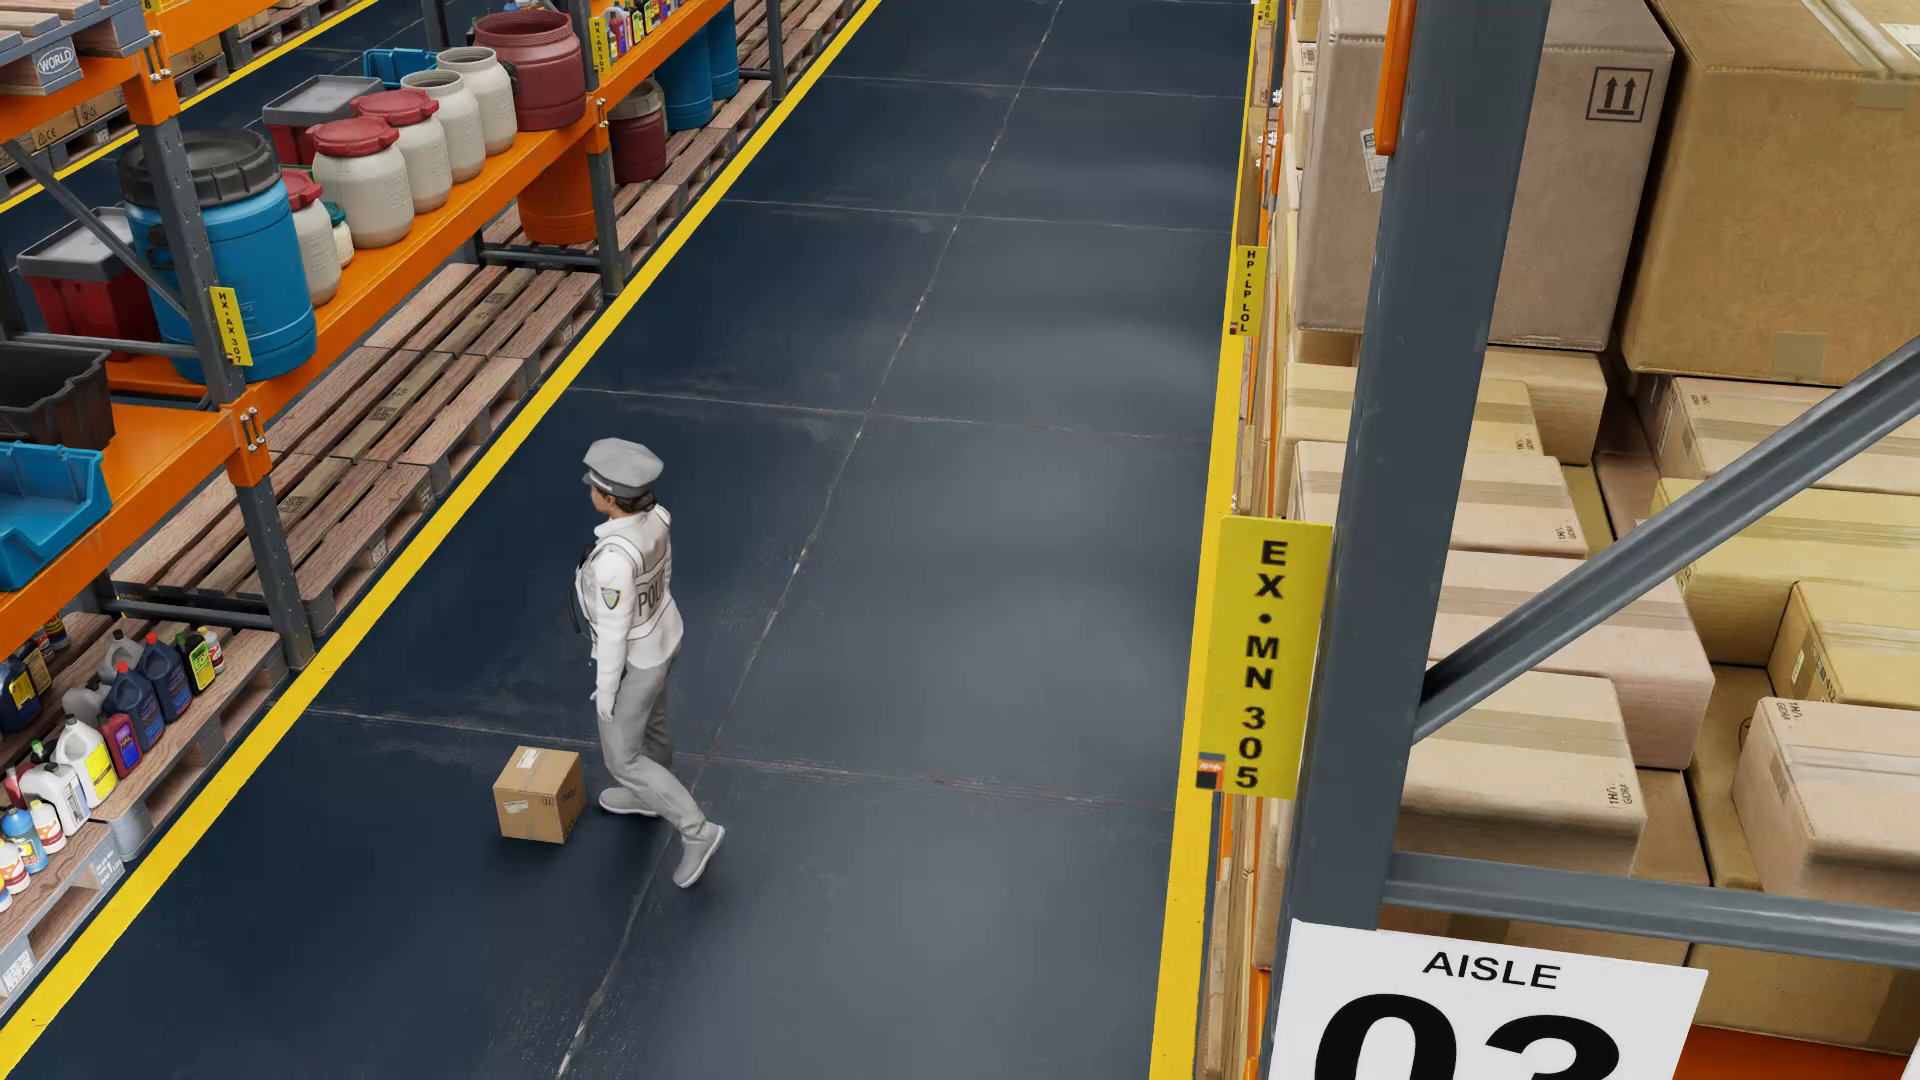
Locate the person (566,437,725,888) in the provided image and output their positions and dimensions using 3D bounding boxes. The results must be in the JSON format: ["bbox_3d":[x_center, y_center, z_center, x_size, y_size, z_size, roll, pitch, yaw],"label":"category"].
[{"bbox_3d":[-1.141,0.434,5.953,0.613,1.715,0.523,6,33,9],"label":"person"}]
